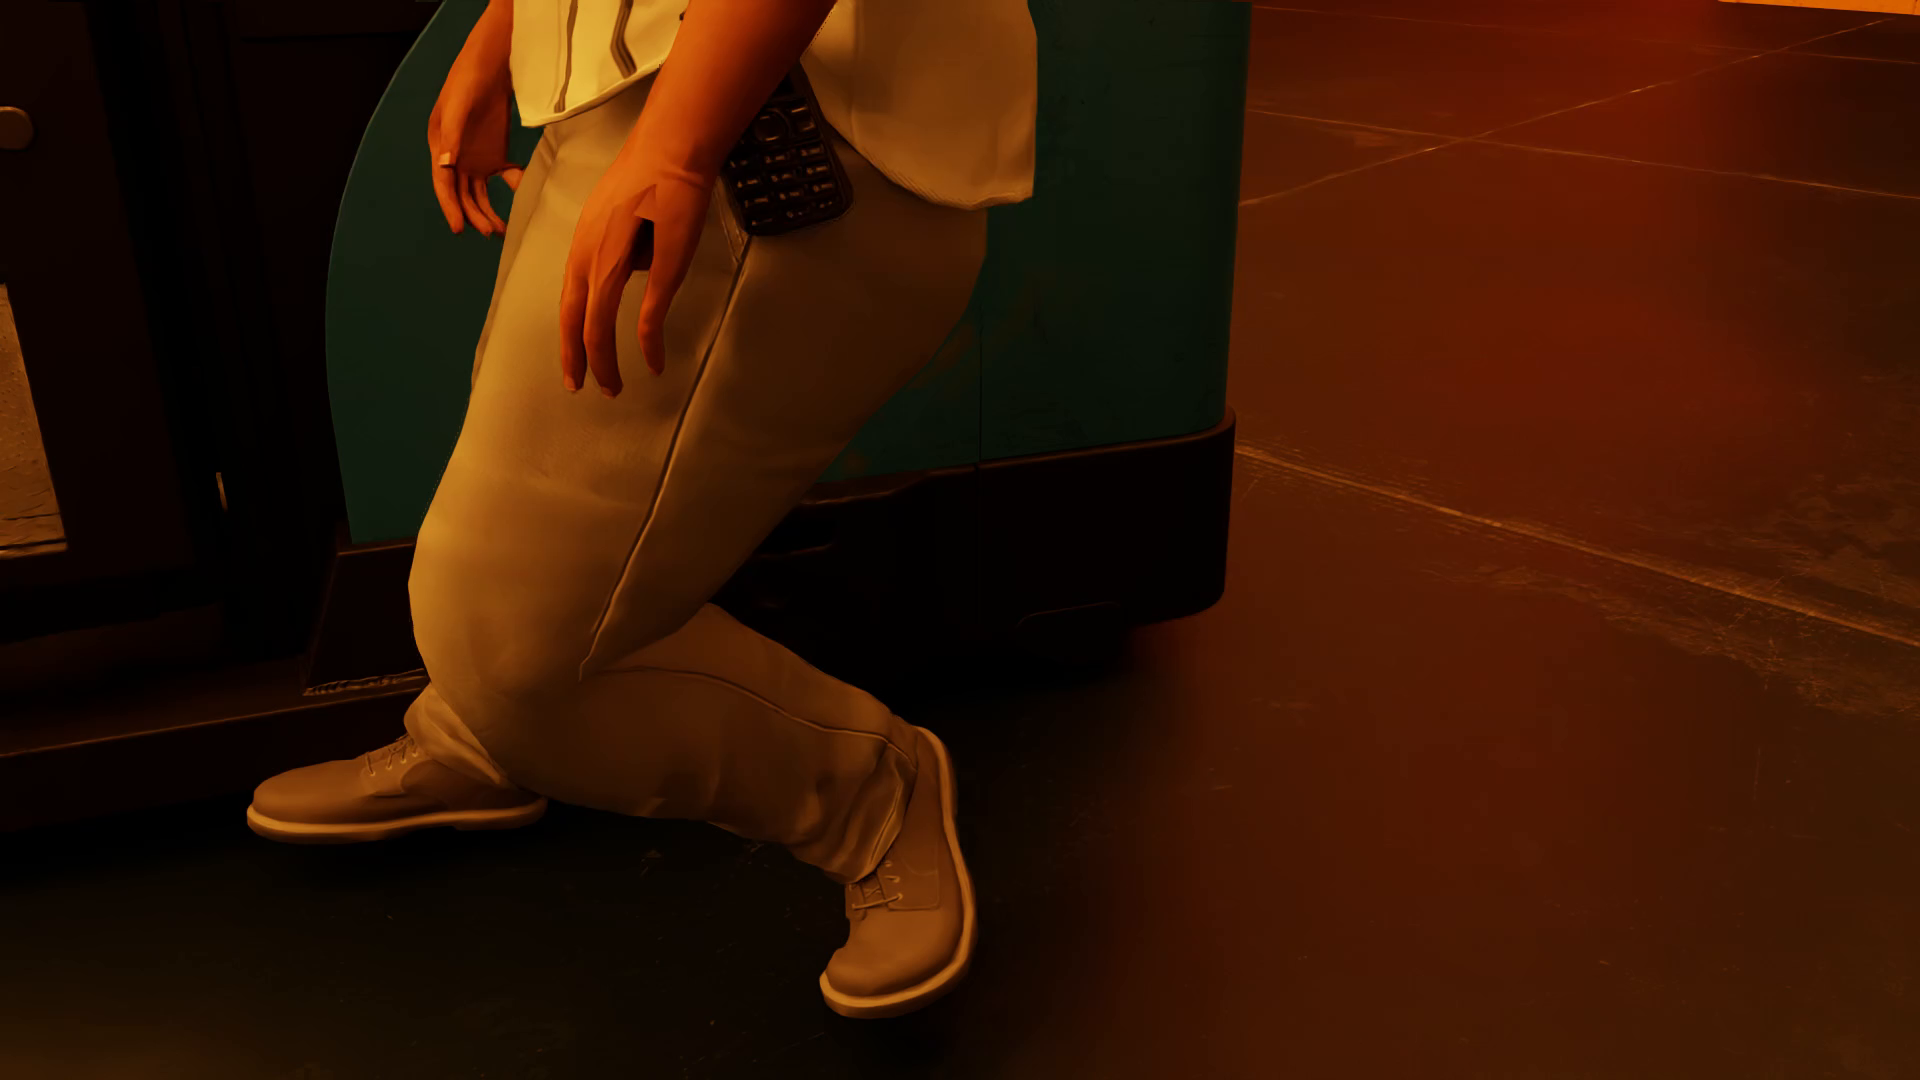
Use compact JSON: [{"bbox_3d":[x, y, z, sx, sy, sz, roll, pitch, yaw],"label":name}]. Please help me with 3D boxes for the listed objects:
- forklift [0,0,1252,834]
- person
[{"bbox_3d":[-1.227,-1.182,1.547,3.031,2.935,1.130,-8,25,-18],"label":"forklift"},{"bbox_3d":[-0.322,-0.316,1.228,0.692,1.578,0.720,-6,24,-13],"label":"person"}]
